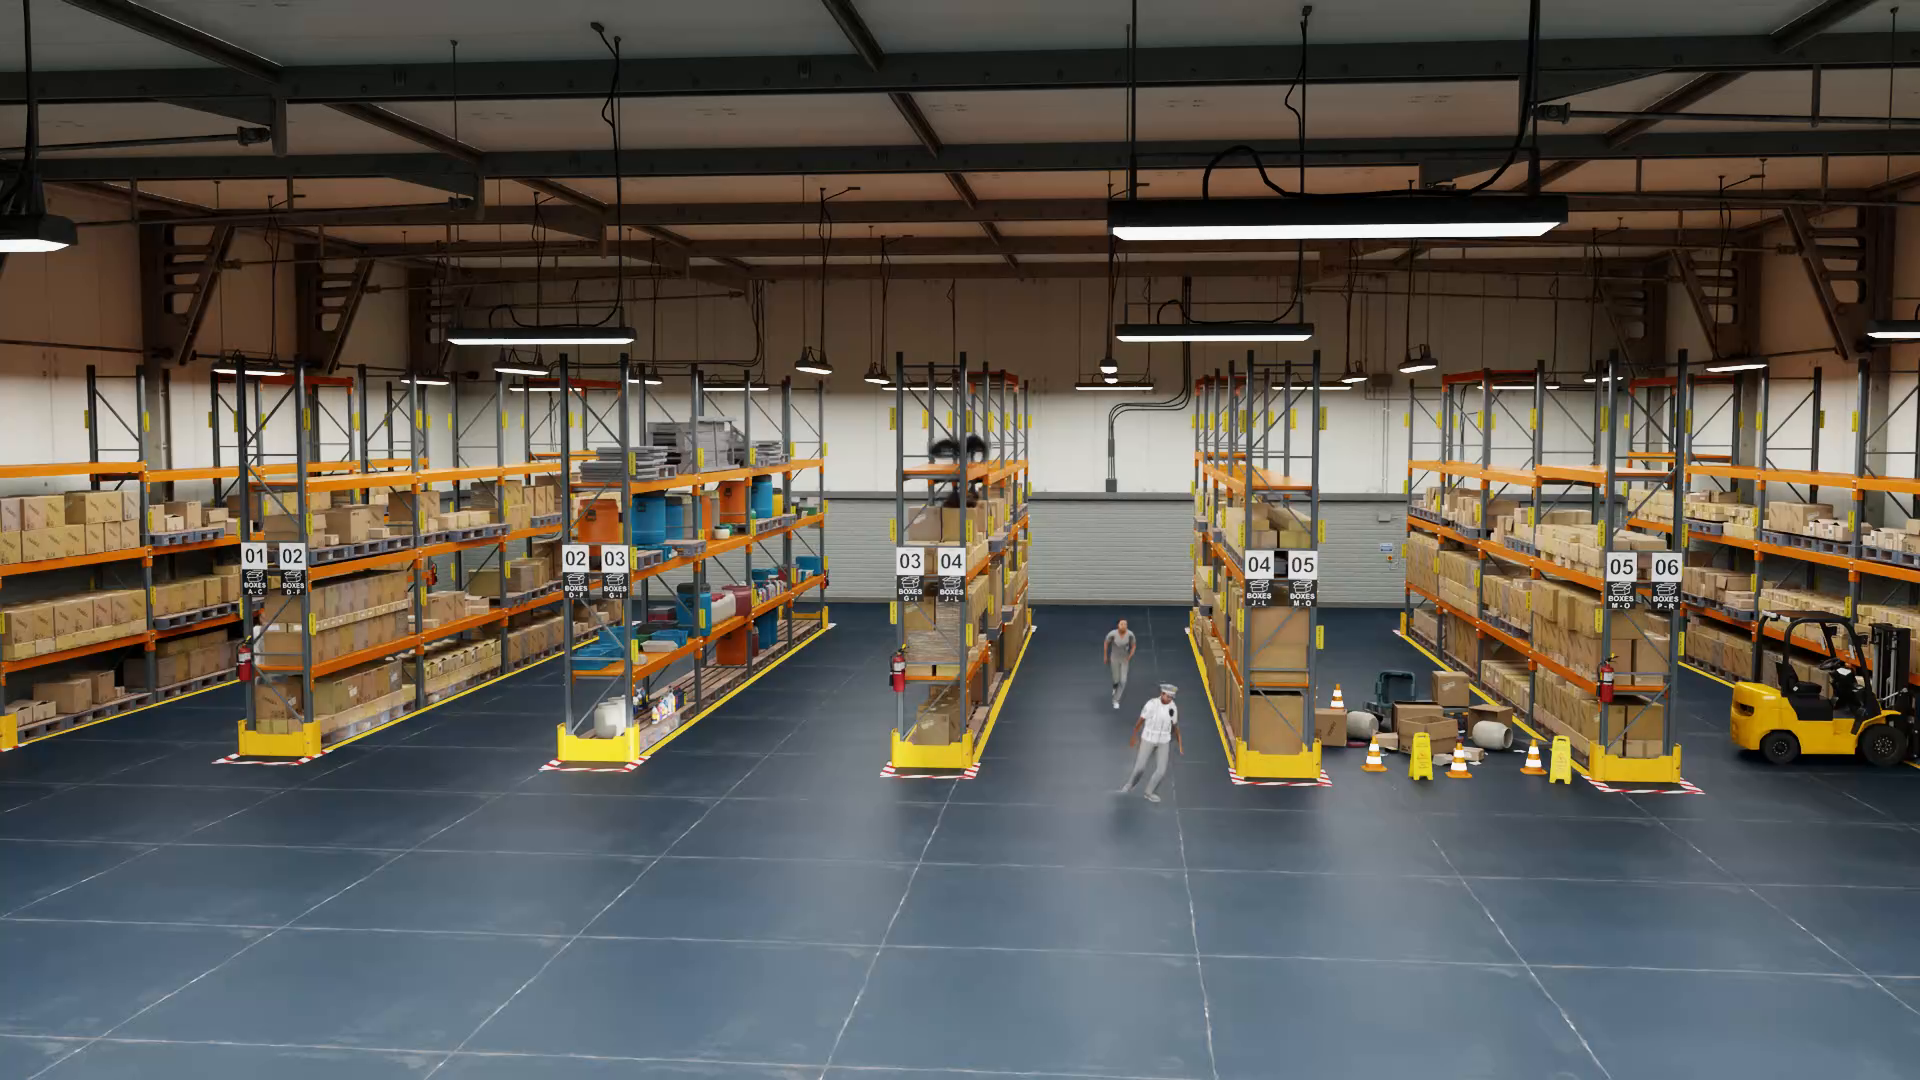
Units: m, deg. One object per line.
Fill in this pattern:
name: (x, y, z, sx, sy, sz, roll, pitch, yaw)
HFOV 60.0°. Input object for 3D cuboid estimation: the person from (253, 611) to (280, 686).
person: (-11.863, 2.107, 28.336, 0.702, 1.791, 0.764, 0, 4, -7)

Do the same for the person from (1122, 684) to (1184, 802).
person: (2.543, 2.653, 21.891, 0.740, 1.580, 0.644, -1, 4, -12)

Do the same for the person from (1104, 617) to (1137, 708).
person: (2.803, 2.156, 29.220, 0.554, 1.557, 0.632, -1, 4, -8)
